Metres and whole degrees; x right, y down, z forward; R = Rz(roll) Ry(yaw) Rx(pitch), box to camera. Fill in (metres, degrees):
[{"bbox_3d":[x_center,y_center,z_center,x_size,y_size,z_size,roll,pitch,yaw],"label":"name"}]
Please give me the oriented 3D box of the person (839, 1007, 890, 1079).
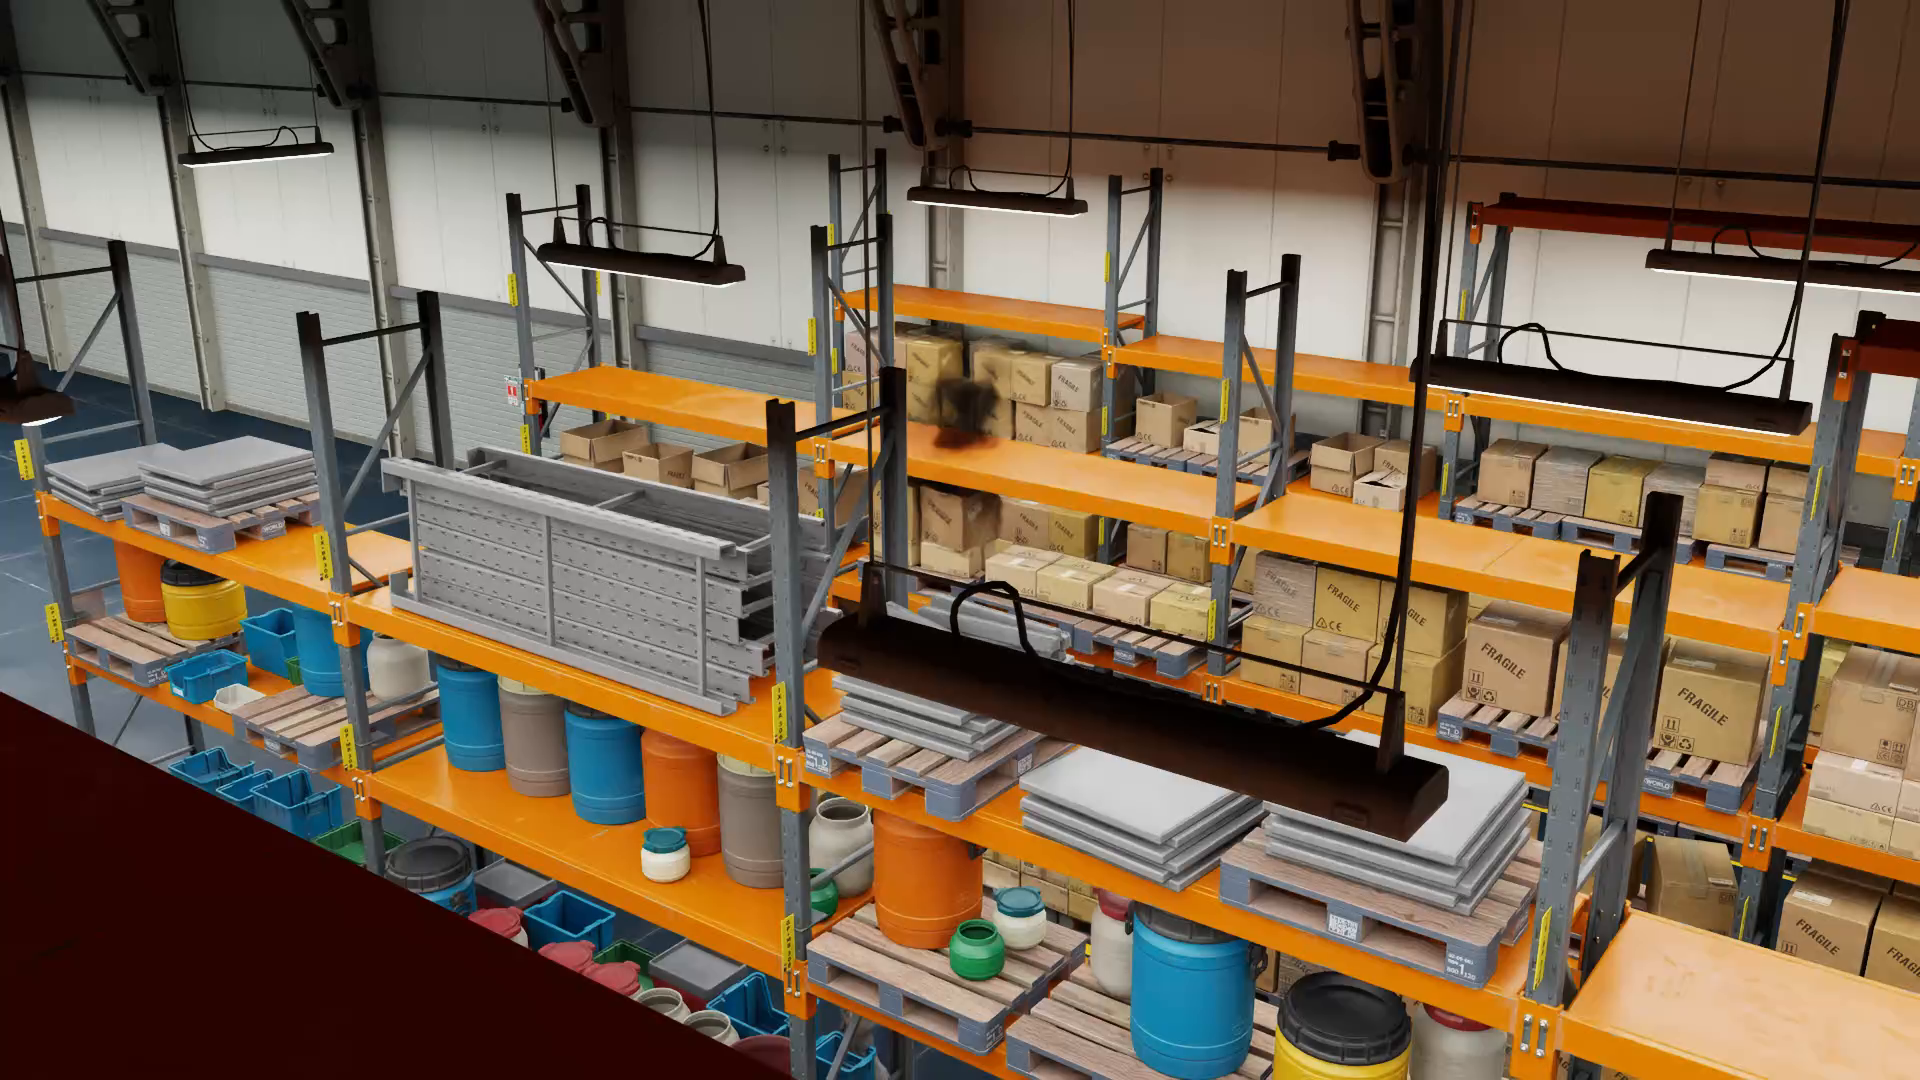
[{"bbox_3d":[-0.702,3.475,12.115,0.704,1.631,0.515,11,21,29],"label":"person"}]
